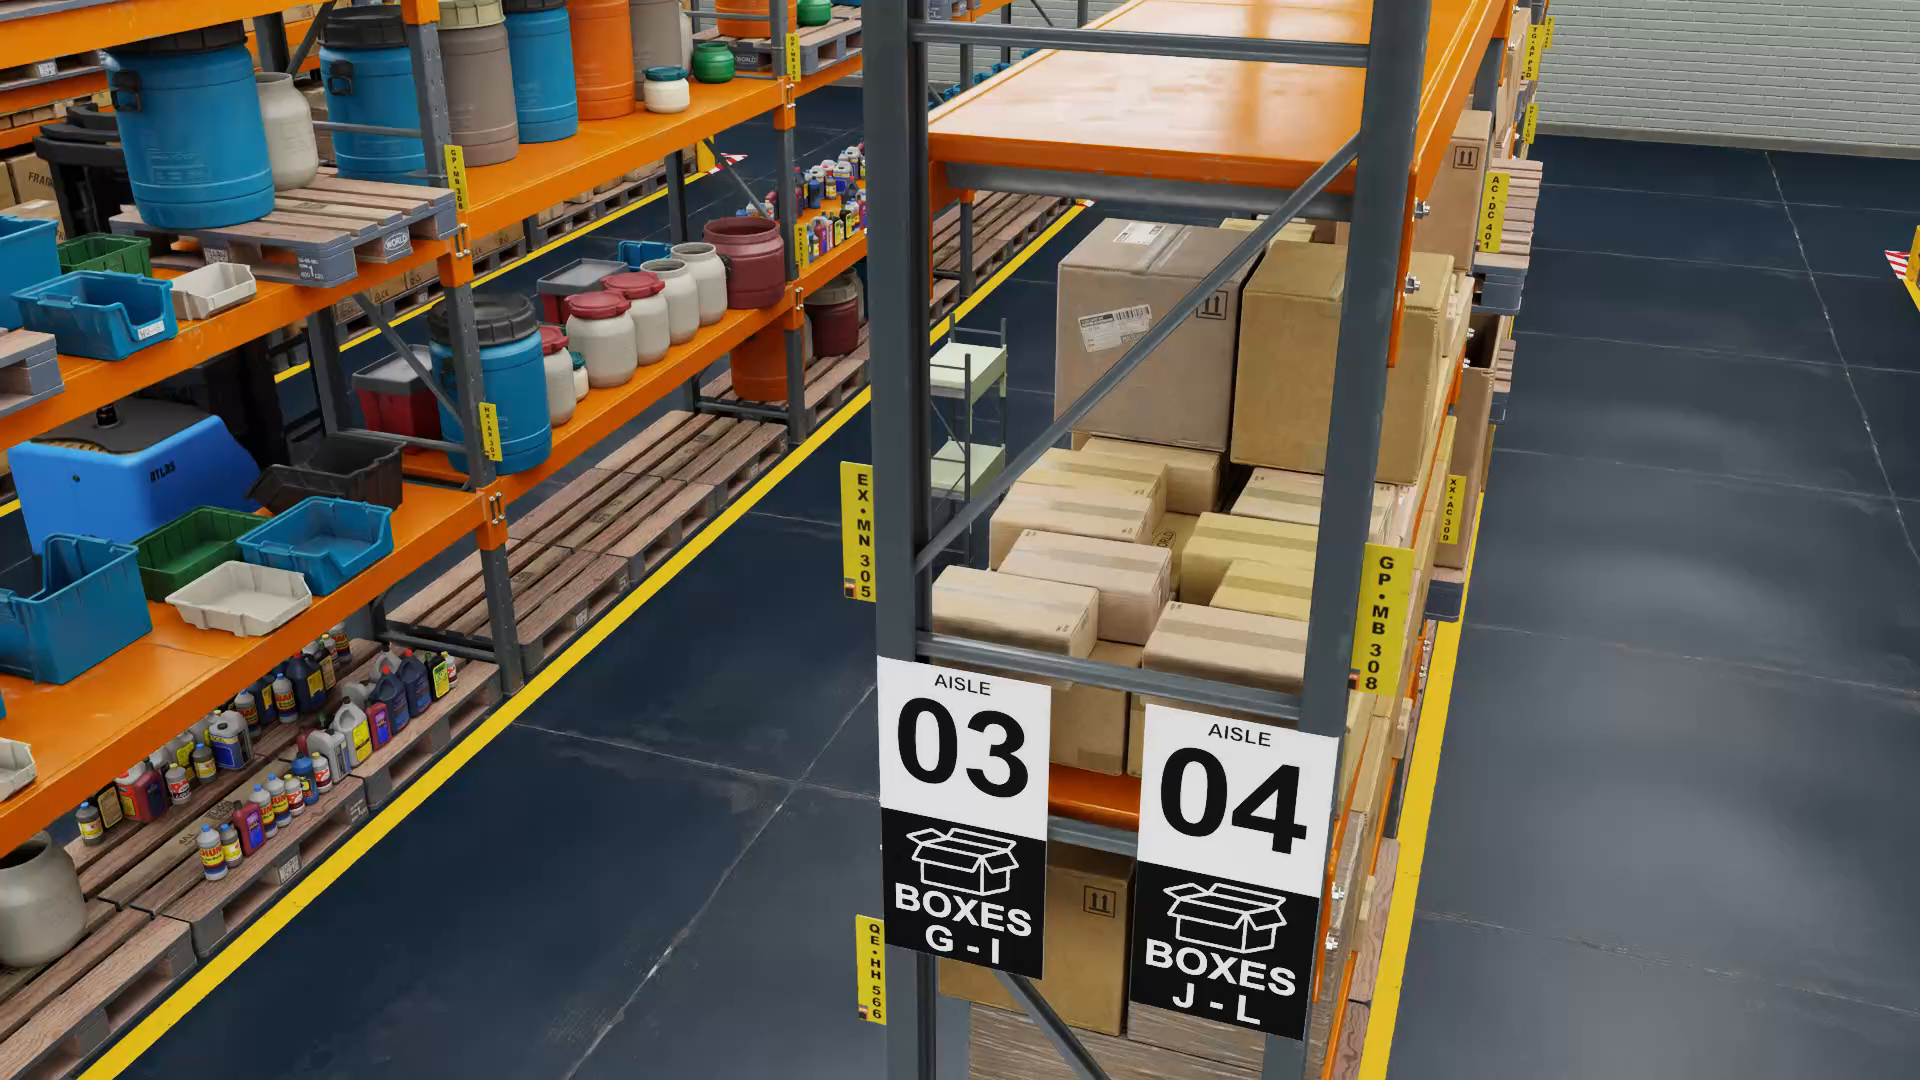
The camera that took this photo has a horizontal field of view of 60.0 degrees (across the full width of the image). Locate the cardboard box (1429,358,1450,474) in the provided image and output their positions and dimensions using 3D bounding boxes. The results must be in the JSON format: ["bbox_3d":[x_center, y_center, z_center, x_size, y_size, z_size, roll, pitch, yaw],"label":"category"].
[{"bbox_3d":[1.387,-0.454,5.700,0.500,0.250,0.500,9,27,17],"label":"cardboard box"}]

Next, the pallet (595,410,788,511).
[{"bbox_3d":[-1.994,-0.614,12.500,1.003,0.211,1.213,9,27,17],"label":"pallet"}]

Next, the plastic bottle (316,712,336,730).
[{"bbox_3d":[-3.249,1.000,8.578,0.061,0.283,0.133,9,27,17],"label":"plastic bottle"}]

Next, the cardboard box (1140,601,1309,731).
[{"bbox_3d":[0.619,0.282,3.722,0.380,0.149,0.250,9,27,17],"label":"cardboard box"}]

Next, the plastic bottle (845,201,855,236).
[{"bbox_3d":[-0.911,-2.639,13.629,0.097,0.271,0.097,0,26,0],"label":"plastic bottle"}]

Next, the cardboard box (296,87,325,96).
[{"bbox_3d":[-8.473,-5.776,21.603,0.380,0.149,0.250,9,27,19],"label":"cardboard box"}]

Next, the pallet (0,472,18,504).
[{"bbox_3d":[-7.492,-0.312,11.875,1.003,0.211,1.213,9,27,17],"label":"pallet"}]

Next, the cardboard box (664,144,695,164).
[{"bbox_3d":[-3.656,-5.003,20.729,0.500,0.500,0.500,9,27,17],"label":"cardboard box"}]

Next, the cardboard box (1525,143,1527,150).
[{"bbox_3d":[5.215,-3.948,16.016,0.500,0.250,0.500,9,27,18],"label":"cardboard box"}]

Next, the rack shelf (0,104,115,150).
[{"bbox_3d":[-10.376,-4.117,17.360,1.077,0.370,4.000,9,27,17],"label":"rack shelf"}]

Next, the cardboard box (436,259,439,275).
[{"bbox_3d":[-5.272,-2.966,16.522,0.500,0.500,0.500,9,27,18],"label":"cardboard box"}]

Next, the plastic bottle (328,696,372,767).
[{"bbox_3d":[-3.144,0.974,8.555,0.144,0.351,0.185,9,27,17],"label":"plastic bottle"}]

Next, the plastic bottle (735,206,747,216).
[{"bbox_3d":[-1.770,-2.572,13.491,0.097,0.271,0.097,0,26,0],"label":"plastic bottle"}]

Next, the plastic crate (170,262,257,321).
[{"bbox_3d":[-3.183,-1.052,7.064,0.243,0.136,0.396,9,27,17],"label":"plastic crate"}]

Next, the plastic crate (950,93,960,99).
[{"bbox_3d":[0.165,-4.212,16.589,0.402,0.464,0.583,9,27,17],"label":"plastic crate"}]

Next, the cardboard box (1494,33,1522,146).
[{"bbox_3d":[2.709,-2.438,8.937,0.500,0.500,0.500,9,27,18],"label":"cardboard box"}]

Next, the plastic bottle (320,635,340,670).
[{"bbox_3d":[-3.584,0.632,9.432,0.097,0.201,0.097,0,26,0],"label":"plastic bottle"}]

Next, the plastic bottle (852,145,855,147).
[{"bbox_3d":[-0.990,-3.534,15.479,0.097,0.271,0.097,0,26,0],"label":"plastic bottle"}]

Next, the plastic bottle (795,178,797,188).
[{"bbox_3d":[-1.423,-2.949,14.257,0.061,0.283,0.133,9,27,17],"label":"plastic bottle"}]

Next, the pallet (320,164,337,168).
[{"bbox_3d":[-5.726,-3.616,15.719,1.003,0.211,1.213,9,27,17],"label":"pallet"}]

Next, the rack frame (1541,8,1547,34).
[{"bbox_3d":[5.634,-4.751,17.845,1.000,3.000,0.127,9,27,17],"label":"rack frame"}]

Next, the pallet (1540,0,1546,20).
[{"bbox_3d":[4.585,-4.753,14.507,1.003,0.211,1.213,9,27,17],"label":"pallet"}]

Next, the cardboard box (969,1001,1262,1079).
[{"bbox_3d":[0.518,1.423,4.637,0.875,0.500,0.500,9,27,17],"label":"cardboard box"}]

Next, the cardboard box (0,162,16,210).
[{"bbox_3d":[-10.376,-3.483,17.209,0.750,0.750,0.750,9,27,17],"label":"cardboard box"}]

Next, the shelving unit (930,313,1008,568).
[{"bbox_3d":[-0.002,-0.672,11.141,0.431,1.500,0.755,9,27,17],"label":"shelving unit"}]

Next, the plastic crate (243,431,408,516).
[{"bbox_3d":[-3.325,-0.314,8.751,0.767,0.338,0.504,9,27,17],"label":"plastic crate"}]

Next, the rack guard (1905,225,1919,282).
[{"bbox_3d":[10.252,-2.834,16.754,1.175,0.500,0.348,9,27,17],"label":"rack guard"}]

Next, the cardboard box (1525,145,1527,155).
[{"bbox_3d":[5.317,-3.816,16.202,0.380,0.149,0.250,9,27,18],"label":"cardboard box"}]

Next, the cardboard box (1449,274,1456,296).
[{"bbox_3d":[1.628,-0.895,6.152,0.380,0.149,0.250,7,27,15],"label":"cardboard box"}]

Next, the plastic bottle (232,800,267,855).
[{"bbox_3d":[-3.372,1.340,7.877,0.061,0.283,0.133,9,27,18],"label":"plastic bottle"}]

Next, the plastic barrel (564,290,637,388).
[{"bbox_3d":[-2.261,-1.262,10.483,0.433,0.535,0.433,0,26,0],"label":"plastic barrel"}]

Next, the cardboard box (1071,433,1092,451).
[{"bbox_3d":[0.547,-0.331,4.988,0.380,0.149,0.250,7,27,15],"label":"cardboard box"}]

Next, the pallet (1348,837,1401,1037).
[{"bbox_3d":[1.450,1.716,7.687,1.003,0.211,1.213,9,27,17],"label":"pallet"}]

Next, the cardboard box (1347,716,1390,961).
[{"bbox_3d":[0.922,0.804,4.768,0.500,0.500,0.500,9,27,17],"label":"cardboard box"}]

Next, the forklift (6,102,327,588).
[{"bbox_3d":[-5.014,-1.515,11.239,1.130,2.935,3.031,8,27,16],"label":"forklift"}]

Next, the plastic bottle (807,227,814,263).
[{"bbox_3d":[-1.186,-2.299,12.927,0.097,0.271,0.097,0,26,0],"label":"plastic bottle"}]

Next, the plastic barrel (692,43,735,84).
[{"bbox_3d":[-1.733,-3.353,11.694,0.294,0.245,0.294,0,26,0],"label":"plastic barrel"}]

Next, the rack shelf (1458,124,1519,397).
[{"bbox_3d":[2.306,-1.668,8.861,1.077,0.370,4.000,9,27,17],"label":"rack shelf"}]

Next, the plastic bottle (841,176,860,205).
[{"bbox_3d":[-0.920,-2.893,14.063,0.144,0.351,0.185,9,27,17],"label":"plastic bottle"}]

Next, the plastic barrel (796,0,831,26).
[{"bbox_3d":[-1.130,-4.053,12.658,0.294,0.245,0.294,0,26,0],"label":"plastic barrel"}]

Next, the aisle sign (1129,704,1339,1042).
[{"bbox_3d":[0.572,0.723,3.556,0.394,0.787,0.004,9,27,17],"label":"aisle sign"}]

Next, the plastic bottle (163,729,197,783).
[{"bbox_3d":[-3.956,1.056,8.385,0.144,0.351,0.185,10,28,20],"label":"plastic bottle"}]

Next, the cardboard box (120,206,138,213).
[{"bbox_3d":[-6.849,-2.522,13.344,0.500,0.311,0.500,8,27,17],"label":"cardboard box"}]

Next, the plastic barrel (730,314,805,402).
[{"bbox_3d":[-1.553,-1.598,13.340,0.600,0.830,0.708,9,27,17],"label":"plastic barrel"}]

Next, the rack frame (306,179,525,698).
[{"bbox_3d":[-3.030,-0.538,9.143,1.000,3.000,0.127,9,27,17],"label":"rack frame"}]

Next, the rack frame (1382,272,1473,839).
[{"bbox_3d":[1.640,0.180,7.660,1.000,3.000,0.127,9,27,17],"label":"rack frame"}]

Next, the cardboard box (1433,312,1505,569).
[{"bbox_3d":[2.037,-0.585,8.070,1.000,1.000,1.000,9,27,18],"label":"cardboard box"}]

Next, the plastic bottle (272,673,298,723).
[{"bbox_3d":[-3.625,0.840,8.922,0.097,0.271,0.097,0,26,0],"label":"plastic bottle"}]

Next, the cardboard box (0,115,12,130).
[{"bbox_3d":[-10.119,-4.355,17.292,0.380,0.149,0.250,10,27,19],"label":"cardboard box"}]

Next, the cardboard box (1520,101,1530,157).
[{"bbox_3d":[4.703,-3.671,14.584,0.500,0.500,0.500,9,27,17],"label":"cardboard box"}]

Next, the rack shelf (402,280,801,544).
[{"bbox_3d":[-2.365,-1.036,10.998,1.077,0.370,4.000,9,27,17],"label":"rack shelf"}]

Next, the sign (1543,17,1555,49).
[{"bbox_3d":[6.141,-5.295,17.367,0.100,0.325,0.005,9,27,17],"label":"sign"}]
